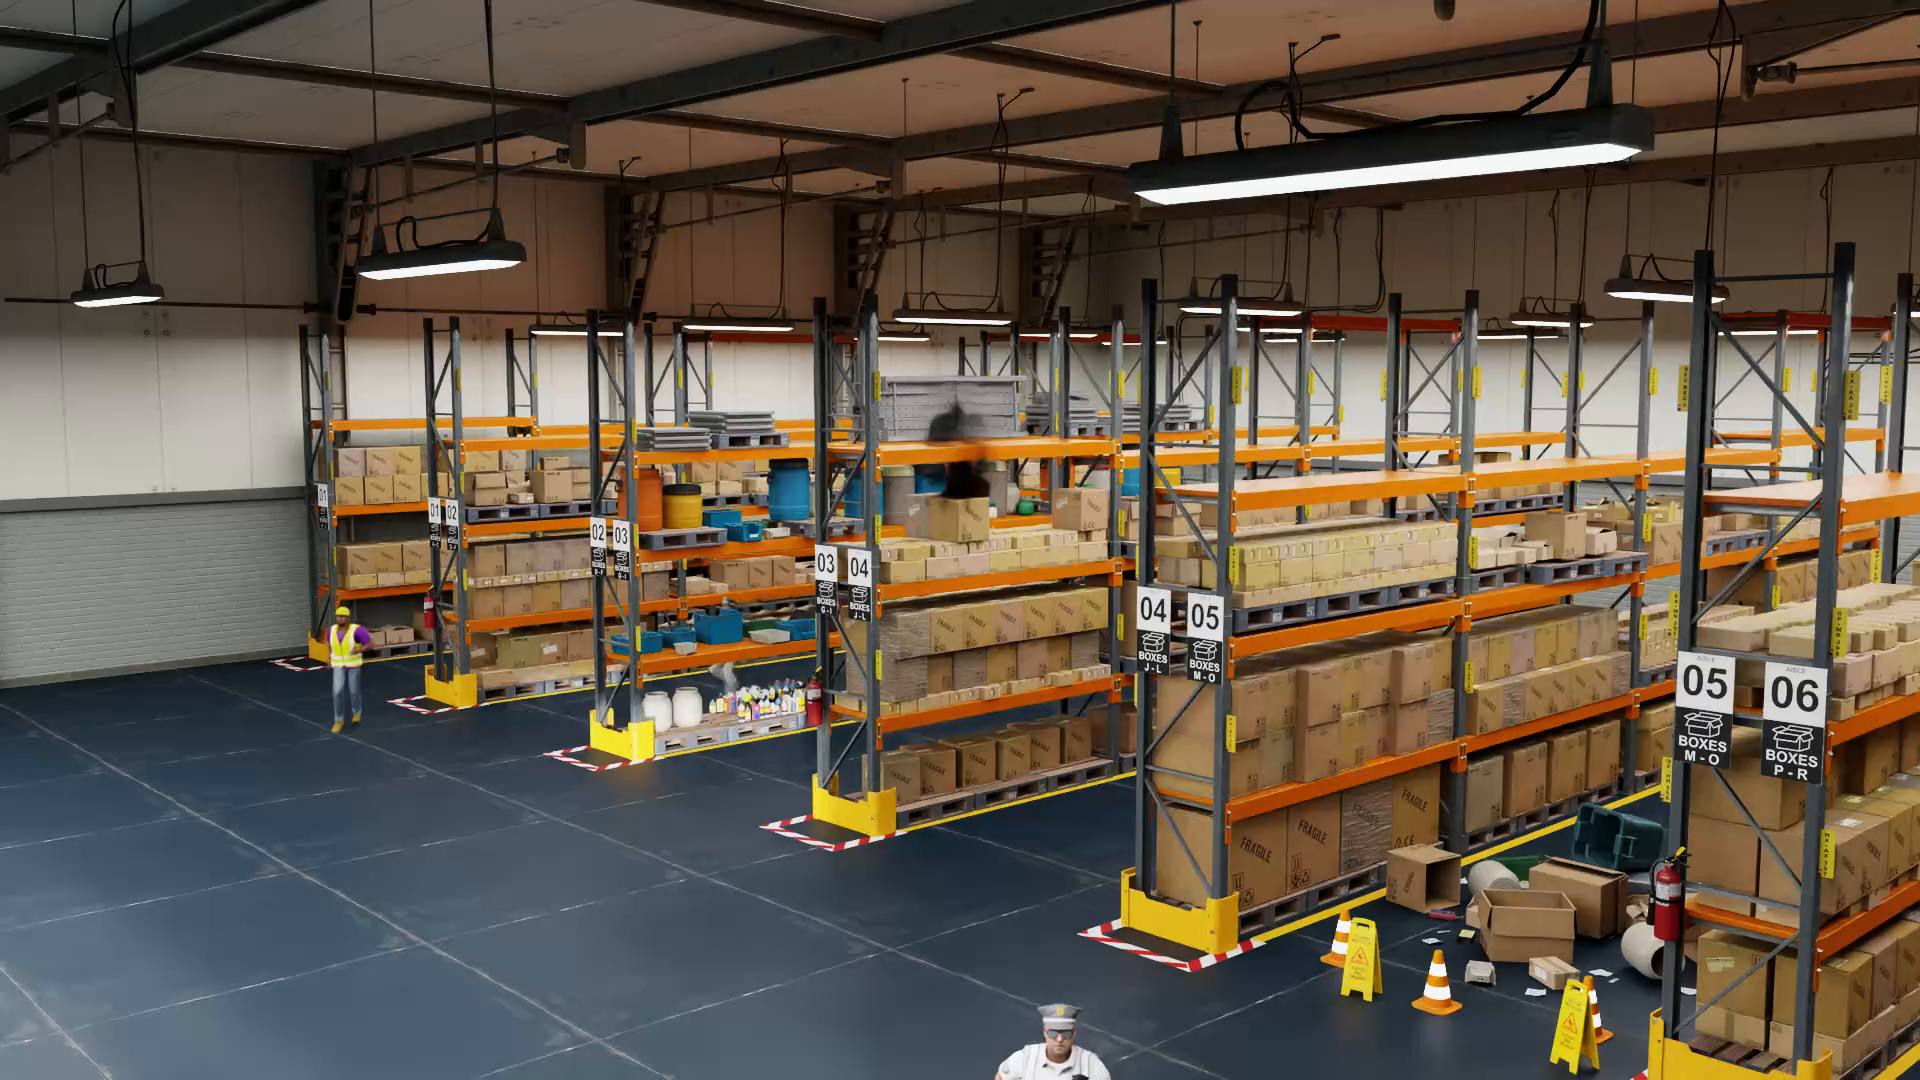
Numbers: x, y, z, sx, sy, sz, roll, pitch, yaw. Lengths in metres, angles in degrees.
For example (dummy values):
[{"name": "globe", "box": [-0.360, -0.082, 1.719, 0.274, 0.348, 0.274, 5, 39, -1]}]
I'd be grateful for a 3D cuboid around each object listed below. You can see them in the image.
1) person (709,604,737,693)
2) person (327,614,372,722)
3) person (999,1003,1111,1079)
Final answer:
[{"name": "person", "box": [-3.690, 1.702, 26.138, 0.612, 1.547, 0.511, 4, 7, 38]}, {"name": "person", "box": [-8.852, 1.797, 24.081, 0.686, 1.624, 0.780, -1, 6, -7]}, {"name": "person", "box": [0.529, 2.910, 8.974, 0.613, 0.901, 0.486, 0, 6, -2]}]
